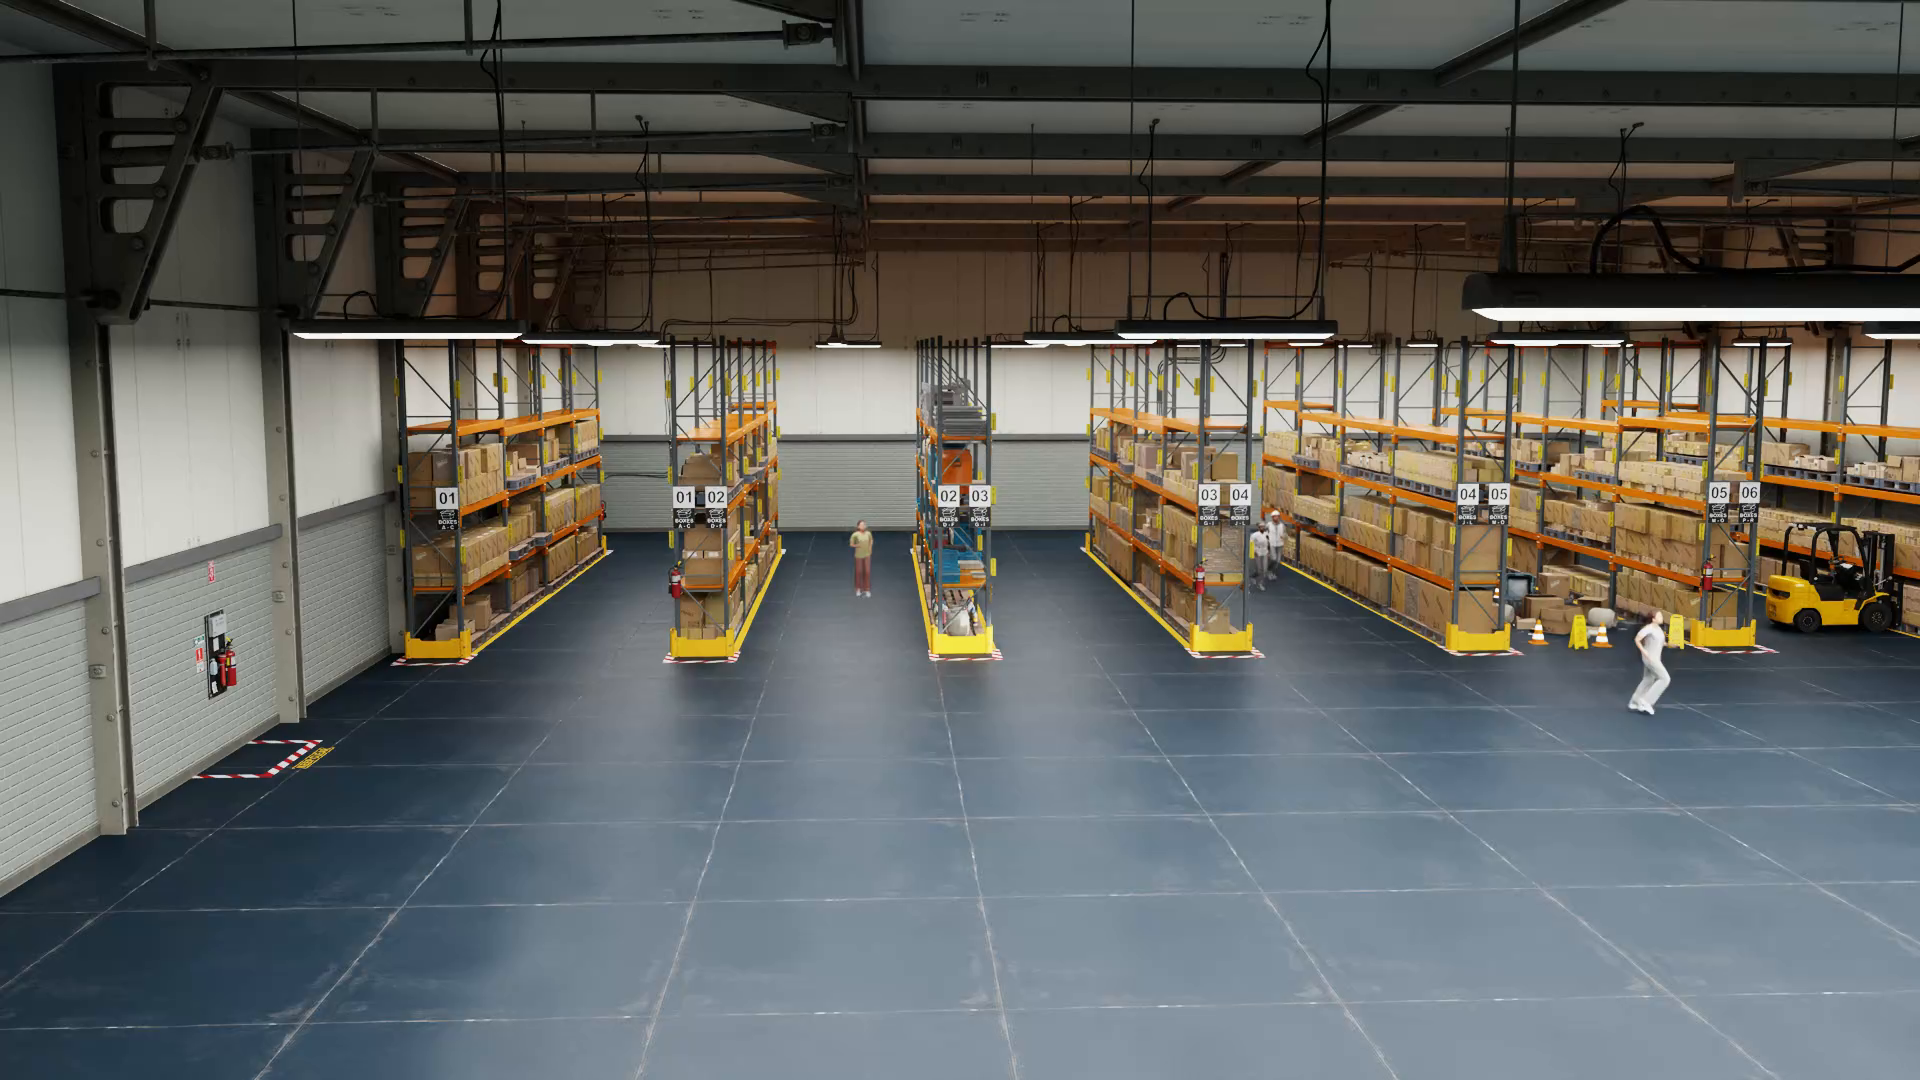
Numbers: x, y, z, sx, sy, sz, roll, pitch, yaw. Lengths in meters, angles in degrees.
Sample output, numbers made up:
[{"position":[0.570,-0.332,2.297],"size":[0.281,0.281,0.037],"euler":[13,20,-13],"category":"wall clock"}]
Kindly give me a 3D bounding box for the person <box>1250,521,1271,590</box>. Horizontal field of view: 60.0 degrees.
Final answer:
[{"position":[7.215,0.359,40.081],"size":[0.546,1.664,0.529],"euler":[-2,7,-13],"category":"person"}]

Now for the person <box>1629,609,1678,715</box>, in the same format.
[{"position":[10.980,1.921,26.320],"size":[0.669,1.674,0.540],"euler":[4,8,34],"category":"person"}]

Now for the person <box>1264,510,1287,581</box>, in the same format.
[{"position":[7.842,0.142,41.417],"size":[0.630,1.752,0.678],"euler":[-1,7,-9],"category":"person"}]

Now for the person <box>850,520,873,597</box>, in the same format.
[{"position":[-2.155,0.409,36.782],"size":[0.580,1.713,0.849],"euler":[-2,7,-18],"category":"person"}]

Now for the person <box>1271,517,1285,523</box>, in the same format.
[{"position":[9.485,-0.706,49.164],"size":[0.616,1.705,0.803],"euler":[1,7,9],"category":"person"}]
